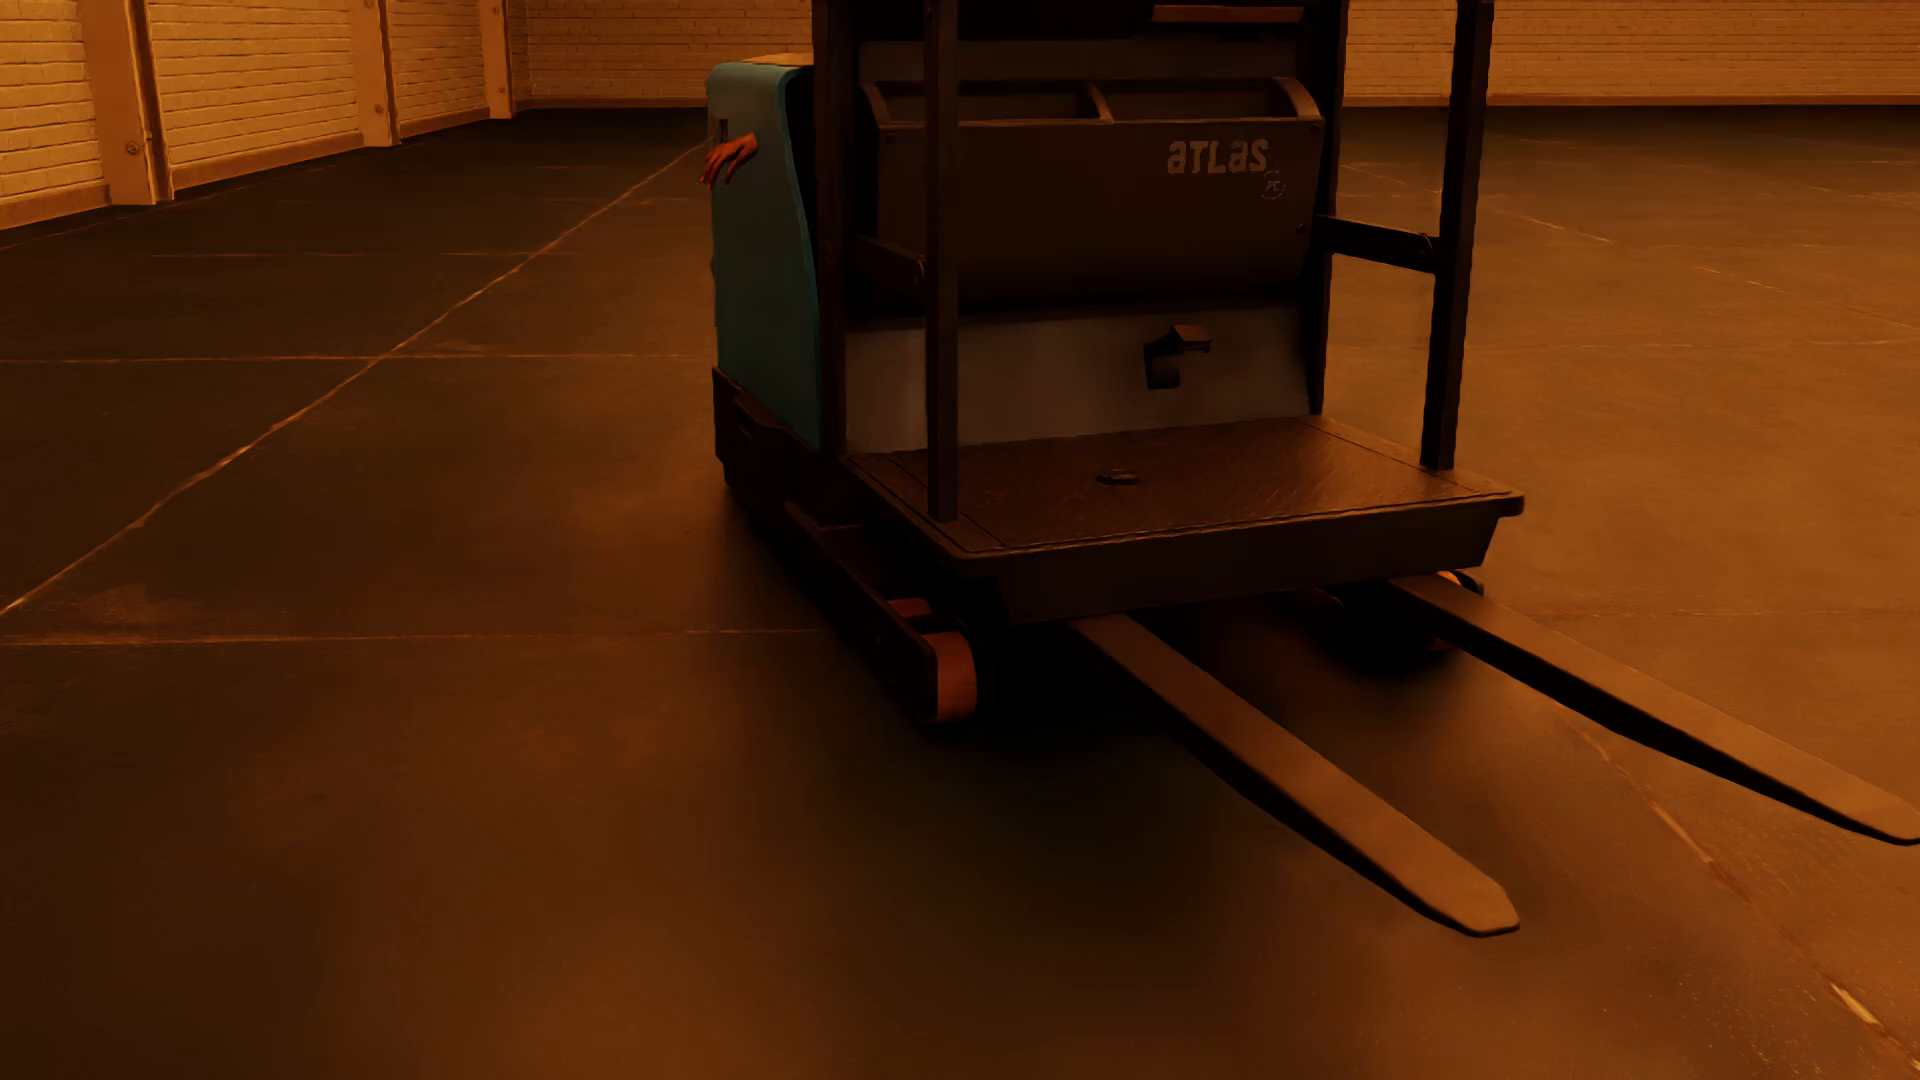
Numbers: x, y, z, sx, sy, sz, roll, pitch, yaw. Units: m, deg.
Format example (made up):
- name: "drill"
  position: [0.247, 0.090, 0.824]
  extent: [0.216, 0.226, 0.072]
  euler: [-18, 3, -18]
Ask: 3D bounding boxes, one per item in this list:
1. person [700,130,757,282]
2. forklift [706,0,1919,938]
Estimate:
- name: "person"
  position: [-0.491, -0.811, 4.248]
  extent: [0.882, 1.398, 0.965]
  euler: [14, 22, 39]
- name: "forklift"
  position: [0.341, -1.216, 2.883]
  extent: [1.130, 2.935, 3.031]
  euler: [-6, 18, -19]
